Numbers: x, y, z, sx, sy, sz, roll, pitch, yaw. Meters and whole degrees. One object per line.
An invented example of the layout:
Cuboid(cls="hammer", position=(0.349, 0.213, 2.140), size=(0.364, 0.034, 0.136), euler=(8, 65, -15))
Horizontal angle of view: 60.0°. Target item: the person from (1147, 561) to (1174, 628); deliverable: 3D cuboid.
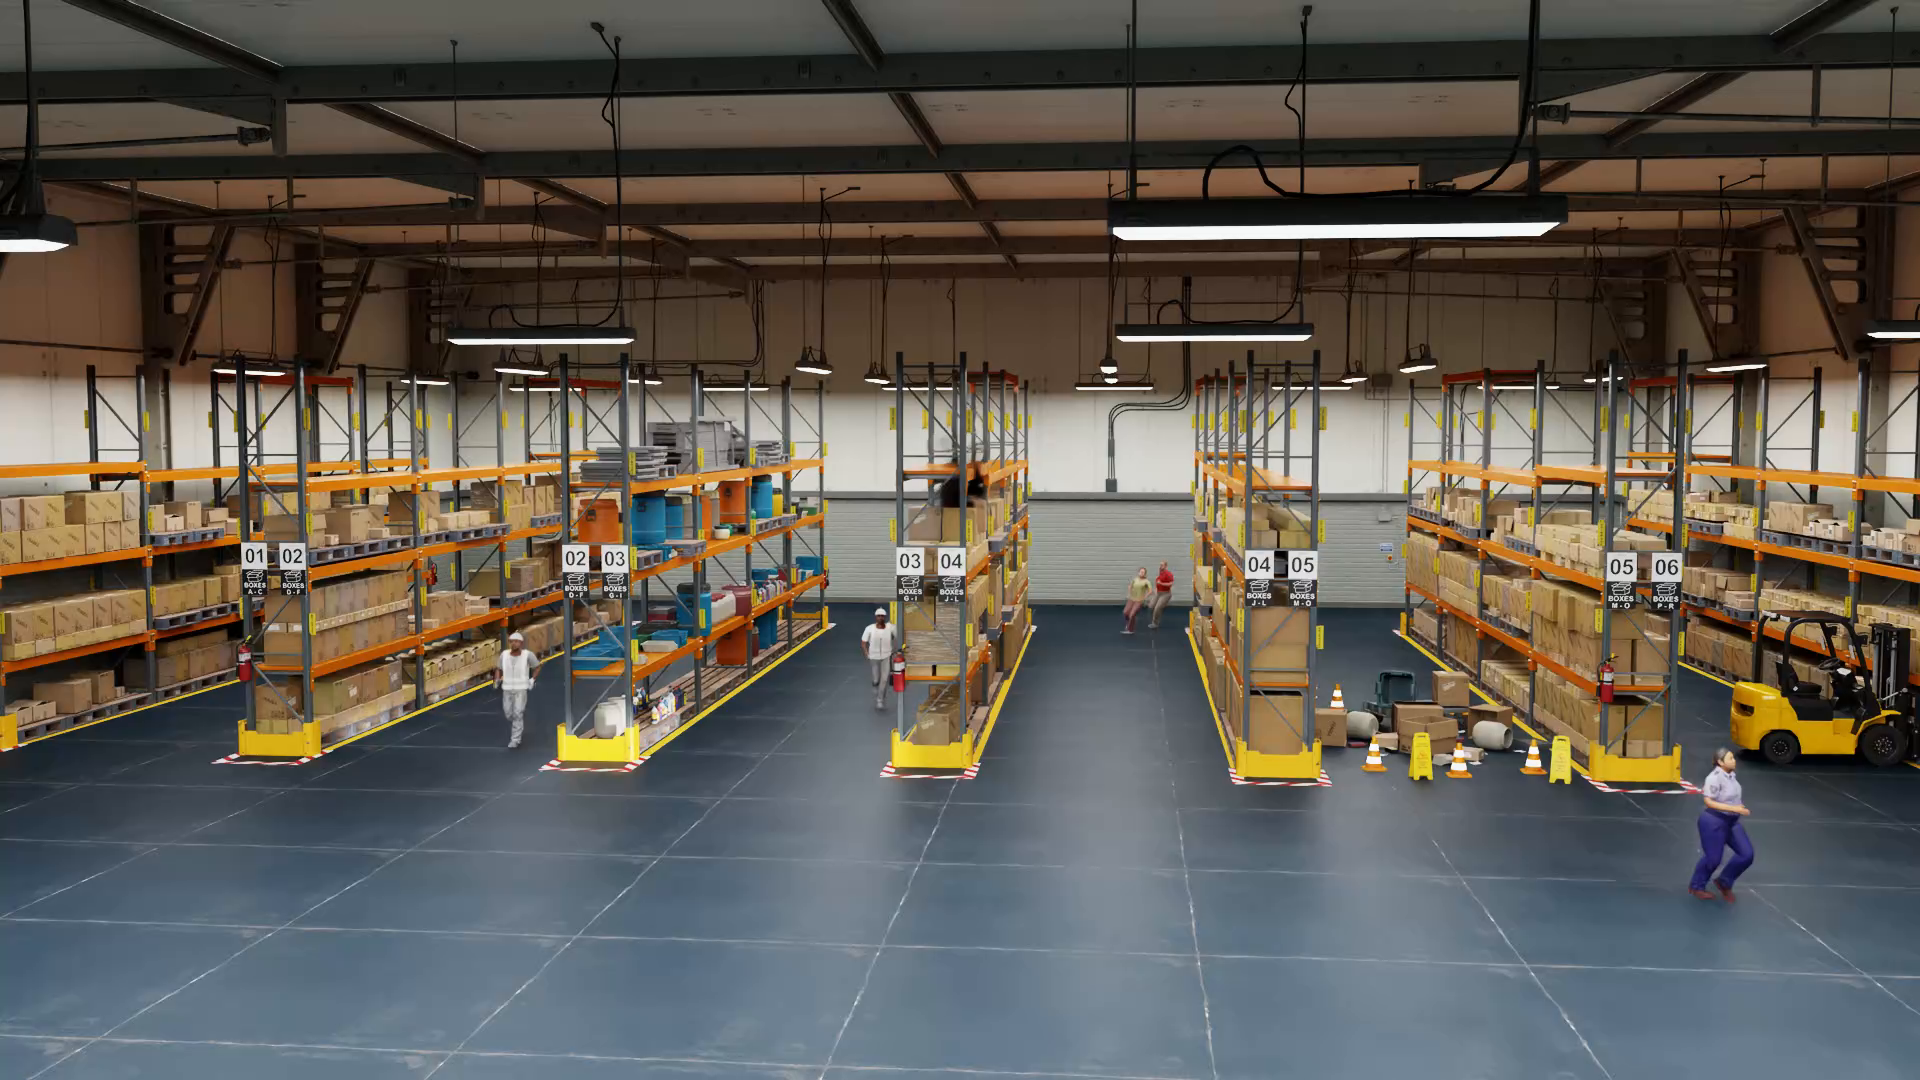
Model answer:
Cuboid(cls="person", position=(4.840, 1.315, 40.390), size=(0.551, 1.642, 0.905), euler=(-2, 5, -30))

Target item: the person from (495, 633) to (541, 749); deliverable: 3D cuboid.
Cuboid(cls="person", position=(-6.854, 2.311, 25.750), size=(0.680, 1.760, 0.820), euler=(0, 4, 1))

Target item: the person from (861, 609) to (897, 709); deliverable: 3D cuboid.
Cuboid(cls="person", position=(-1.383, 2.068, 29.179), size=(0.700, 1.739, 0.801), euler=(0, 4, -4))

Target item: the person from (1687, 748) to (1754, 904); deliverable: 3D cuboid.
Cuboid(cls="person", position=(7.899, 2.972, 17.231), size=(0.594, 1.657, 0.670), euler=(-3, 5, -35))

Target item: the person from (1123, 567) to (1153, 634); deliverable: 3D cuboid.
Cuboid(cls="person", position=(4.145, 1.432, 39.030), size=(0.658, 1.583, 0.539), euler=(3, 5, 37))
